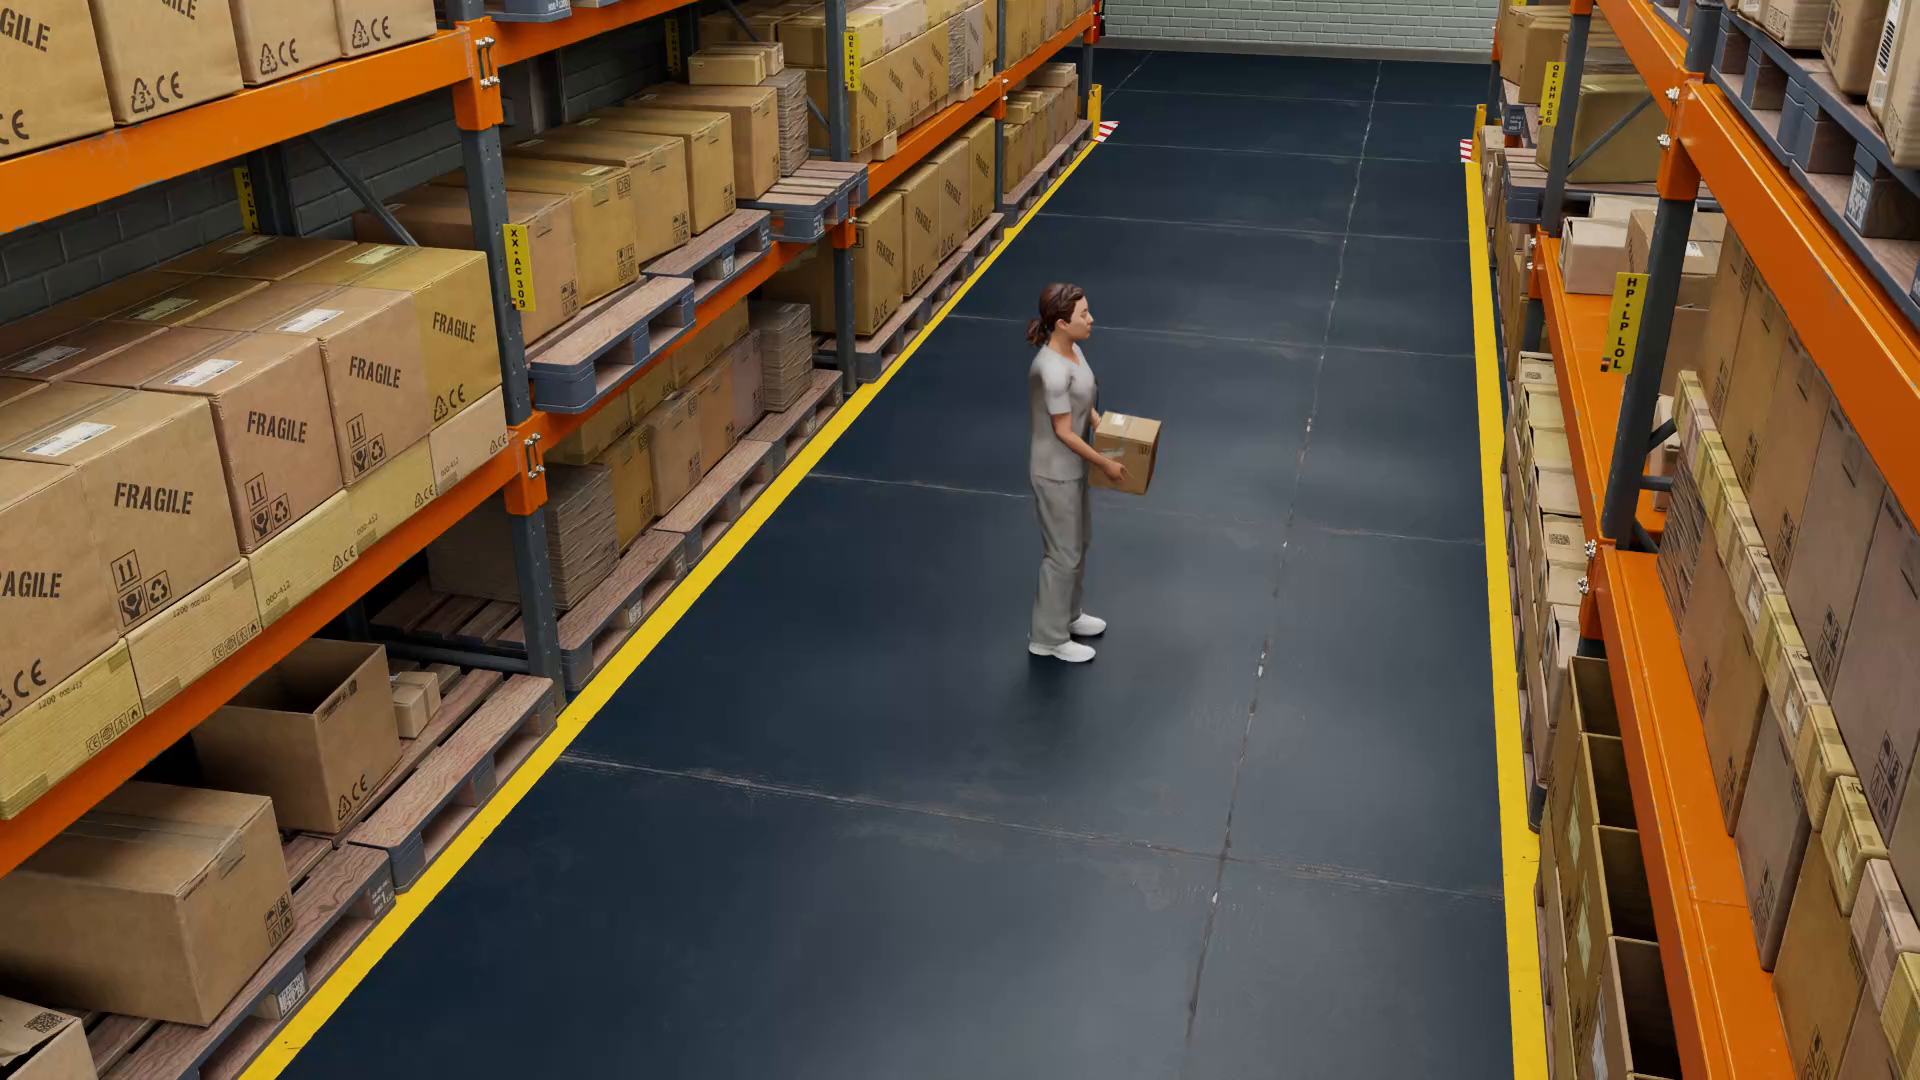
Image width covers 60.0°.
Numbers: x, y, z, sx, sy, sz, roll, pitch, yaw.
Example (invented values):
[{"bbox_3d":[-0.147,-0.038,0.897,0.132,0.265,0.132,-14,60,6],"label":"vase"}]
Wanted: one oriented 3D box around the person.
[{"bbox_3d":[0.513,-0.295,7.229,0.503,1.674,0.461,6,26,13],"label":"person"}]
